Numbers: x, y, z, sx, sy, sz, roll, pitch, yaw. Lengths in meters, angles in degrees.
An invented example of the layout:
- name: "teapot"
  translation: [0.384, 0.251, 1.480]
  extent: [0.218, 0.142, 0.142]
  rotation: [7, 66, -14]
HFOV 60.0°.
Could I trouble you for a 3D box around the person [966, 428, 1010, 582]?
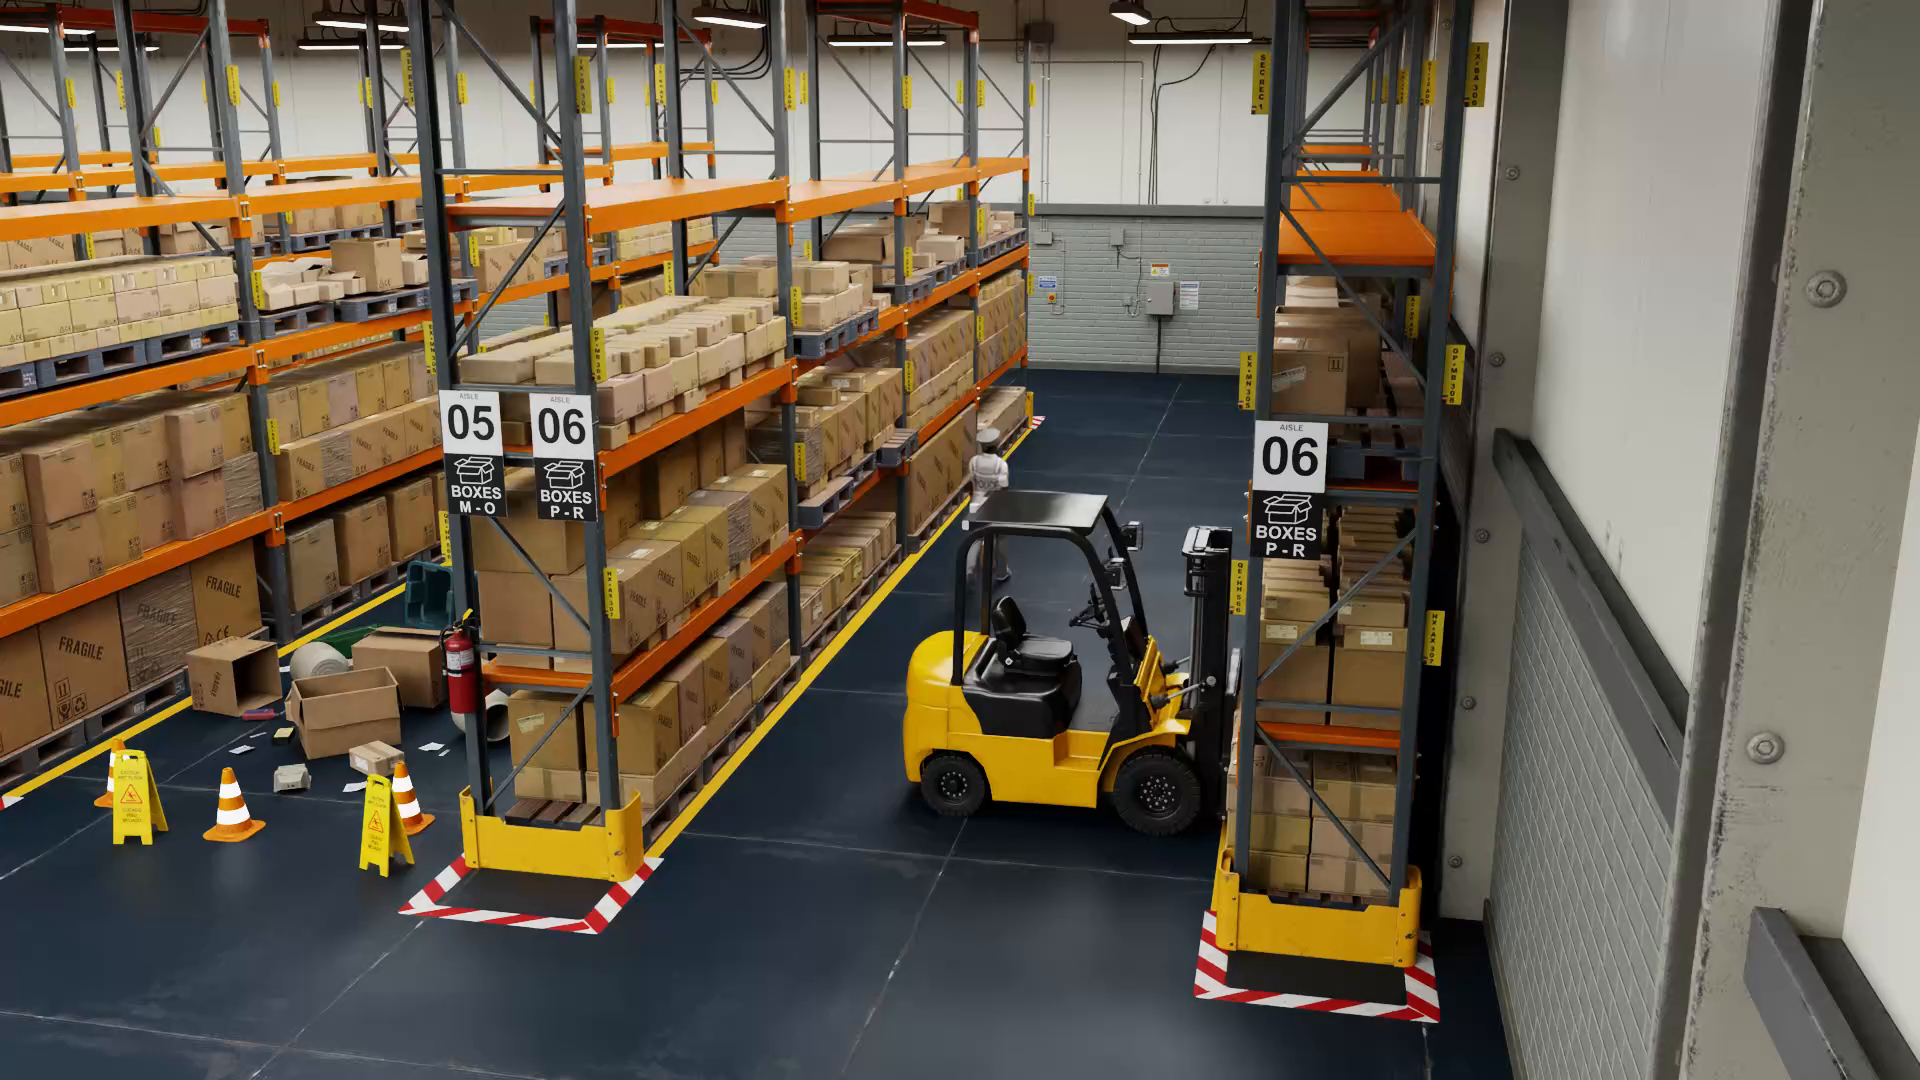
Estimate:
- name: "person"
  translation: [0.307, -0.352, 17.245]
  extent: [0.448, 1.658, 0.810]
  rotation: [3, 15, 12]
